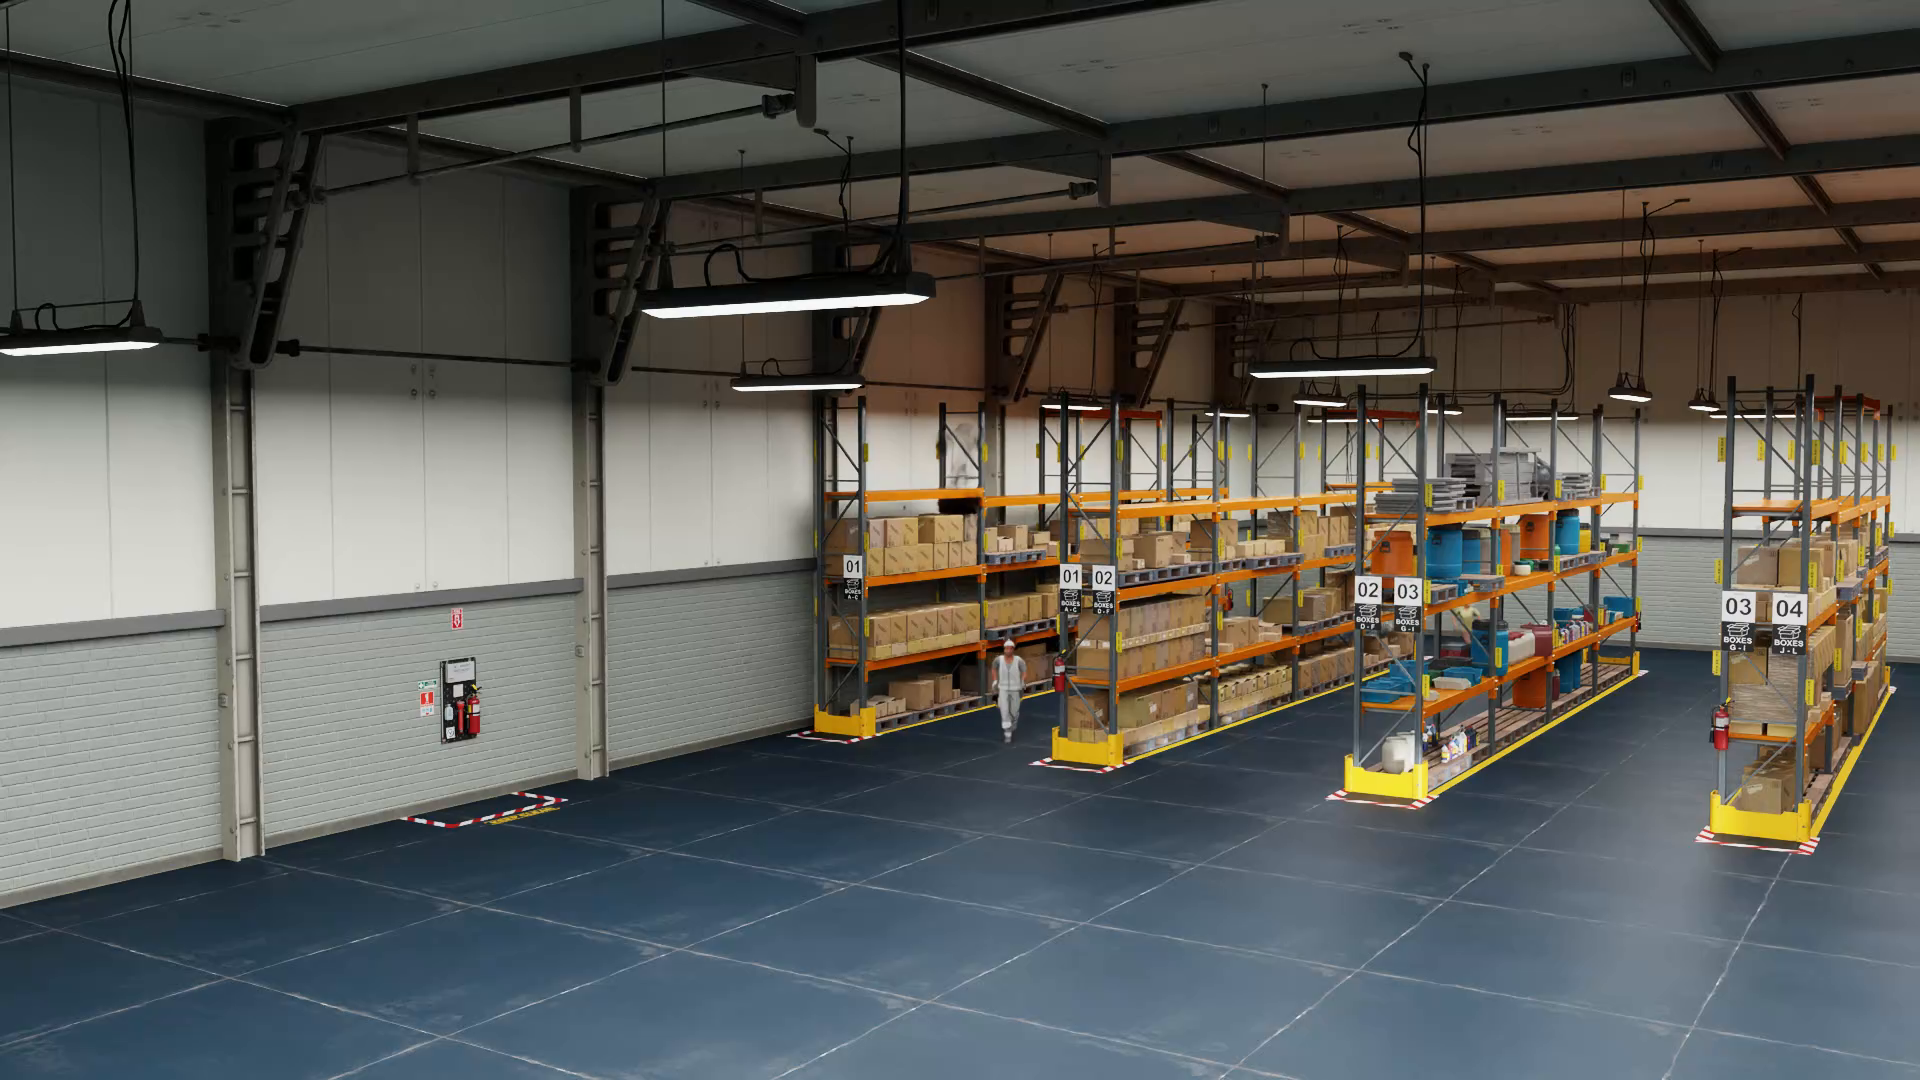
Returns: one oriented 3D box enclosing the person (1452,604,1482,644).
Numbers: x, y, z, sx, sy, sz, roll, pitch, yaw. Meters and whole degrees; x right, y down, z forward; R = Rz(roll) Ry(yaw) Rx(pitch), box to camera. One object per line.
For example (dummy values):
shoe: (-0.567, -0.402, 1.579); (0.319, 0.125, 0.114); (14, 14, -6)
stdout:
person: (11.917, 2.135, 39.065); (0.659, 1.613, 0.626); (0, 3, 9)

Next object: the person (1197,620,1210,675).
person: (5.126, 2.301, 35.323); (0.654, 1.704, 0.880); (2, 3, 30)

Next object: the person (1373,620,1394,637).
person: (10.556, 2.003, 41.517); (0.833, 1.663, 0.552); (2, 4, 35)

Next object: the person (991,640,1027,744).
person: (0.853, 2.609, 28.900); (0.637, 1.765, 0.908); (0, 3, 4)
